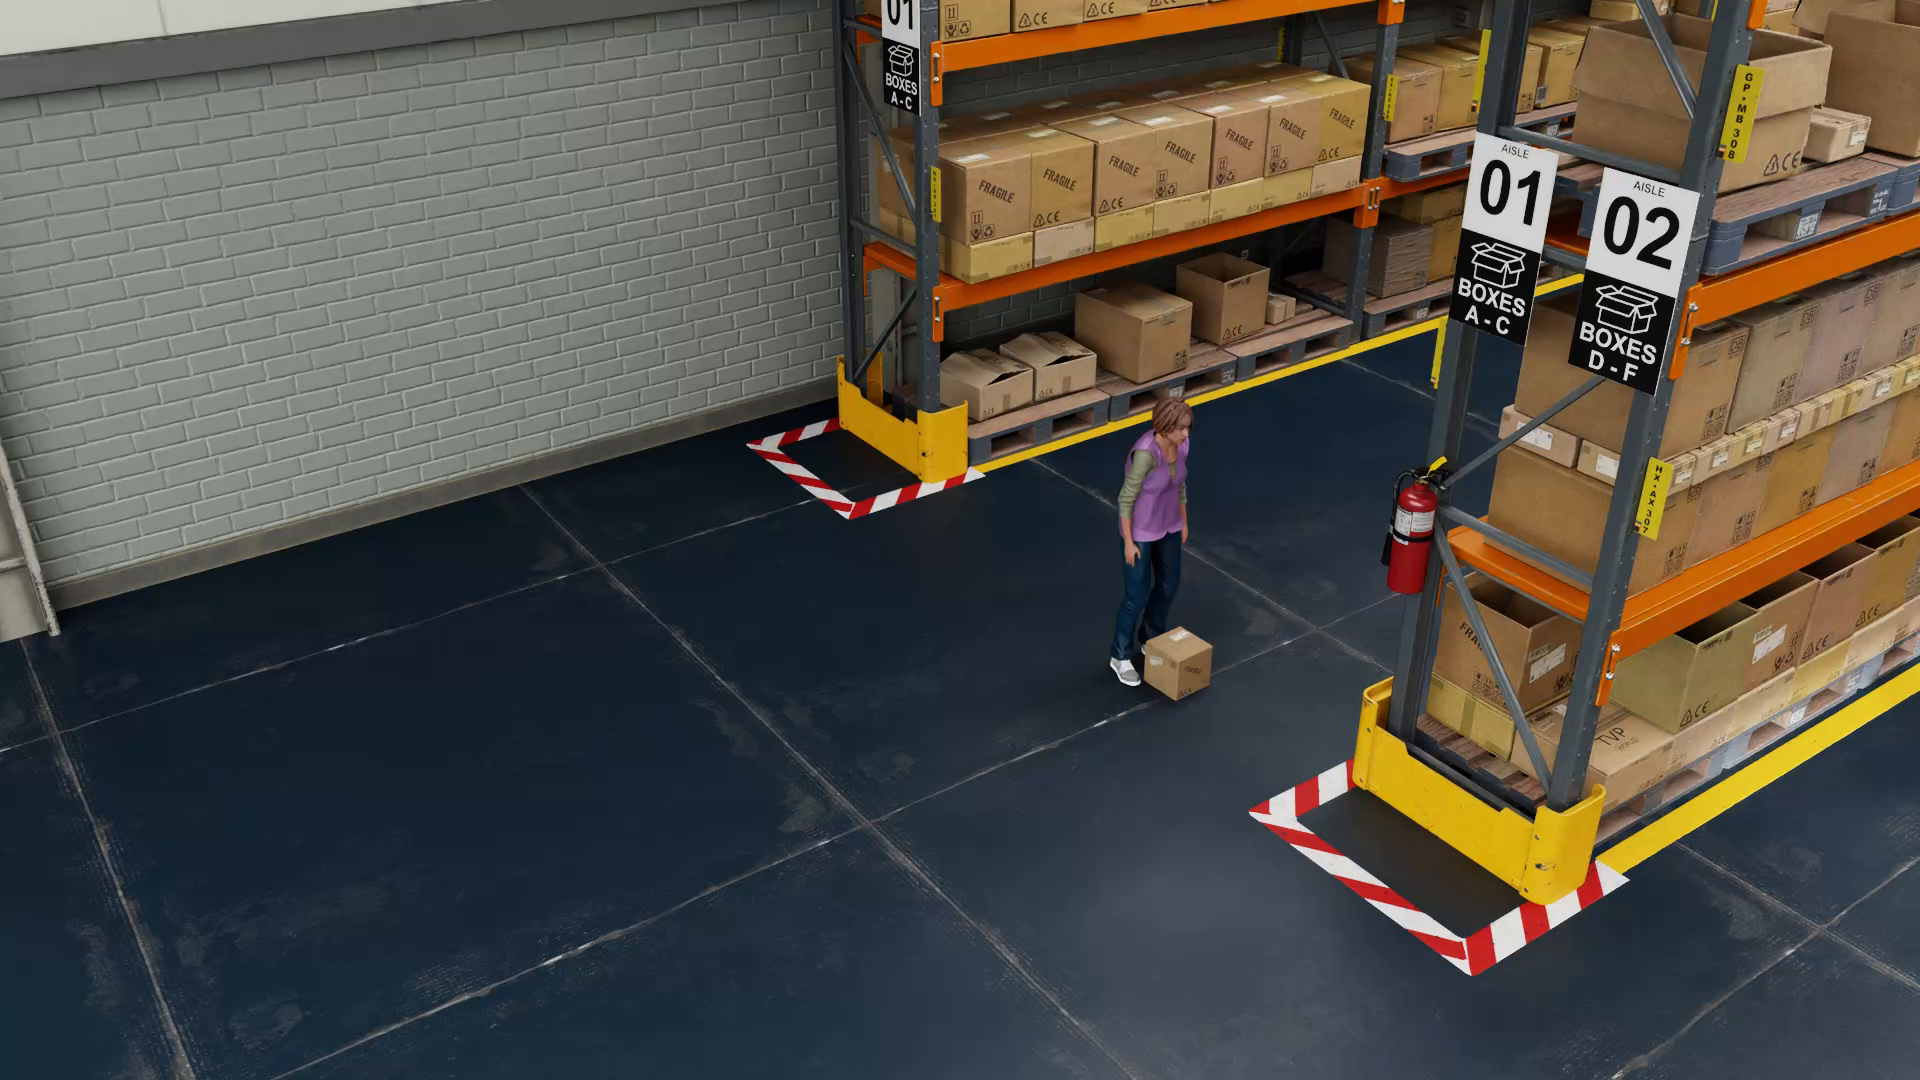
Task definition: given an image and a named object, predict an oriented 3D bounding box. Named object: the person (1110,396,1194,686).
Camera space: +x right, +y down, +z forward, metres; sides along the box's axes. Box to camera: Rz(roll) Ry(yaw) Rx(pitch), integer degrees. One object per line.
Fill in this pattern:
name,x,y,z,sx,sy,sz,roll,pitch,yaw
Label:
person,1.009,-0.026,8.685,0.479,1.592,0.348,-21,35,-33
